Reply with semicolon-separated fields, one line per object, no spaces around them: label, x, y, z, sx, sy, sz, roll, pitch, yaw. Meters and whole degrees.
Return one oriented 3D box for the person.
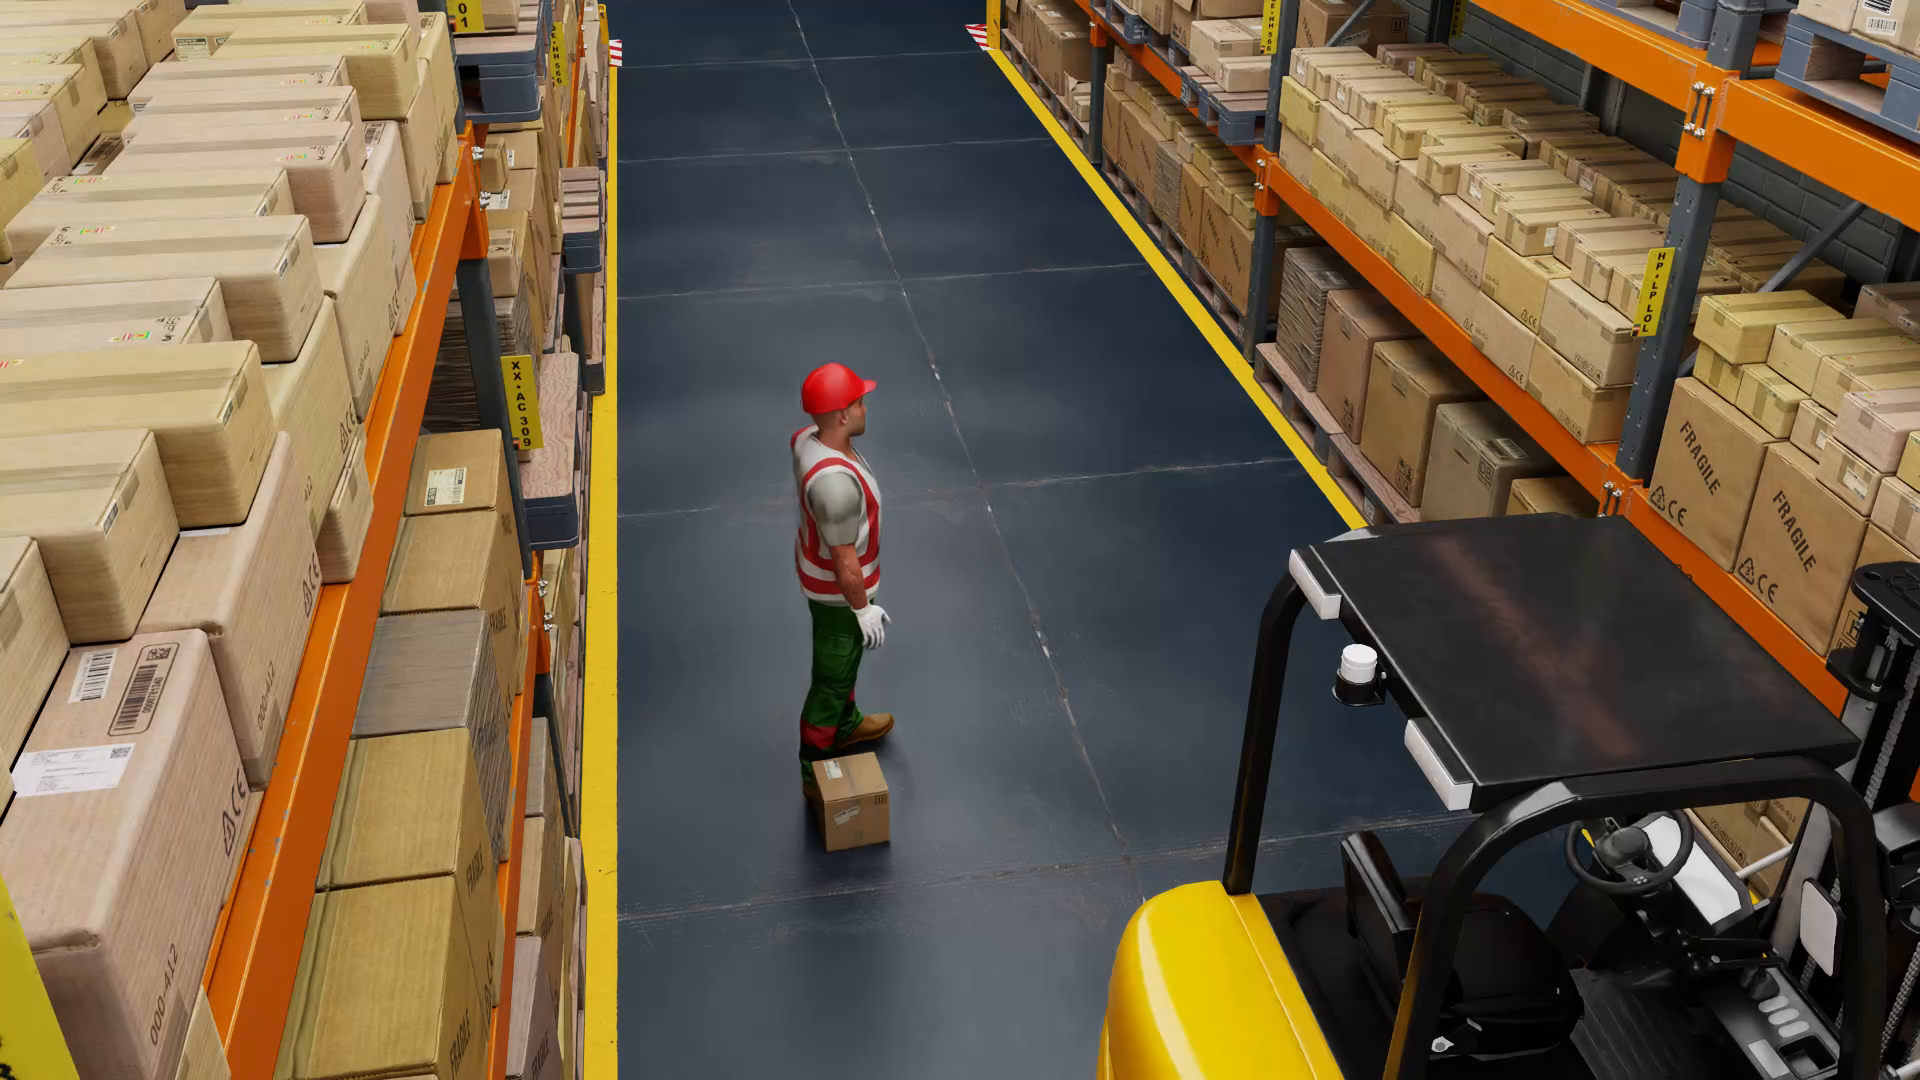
person;-0.446;0.153;6.285;0.420;1.788;0.661;-5;31;-8
